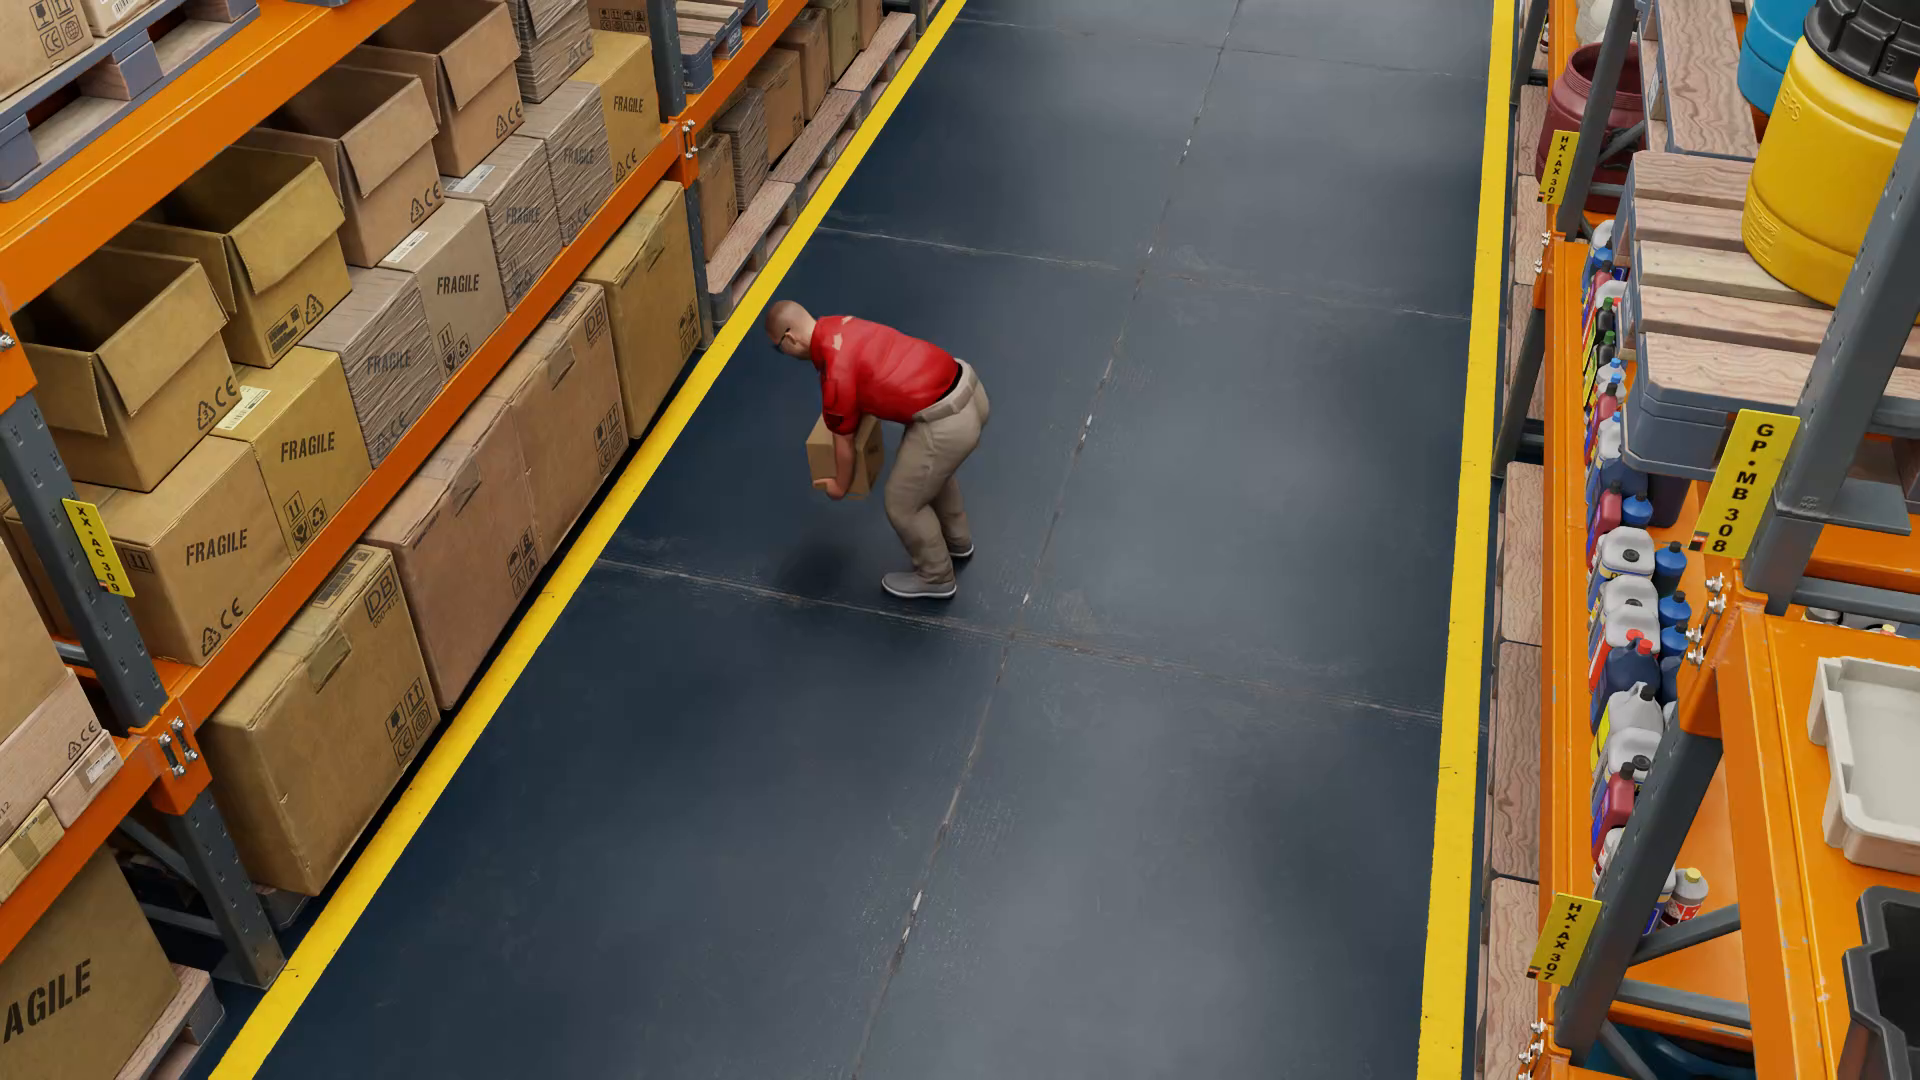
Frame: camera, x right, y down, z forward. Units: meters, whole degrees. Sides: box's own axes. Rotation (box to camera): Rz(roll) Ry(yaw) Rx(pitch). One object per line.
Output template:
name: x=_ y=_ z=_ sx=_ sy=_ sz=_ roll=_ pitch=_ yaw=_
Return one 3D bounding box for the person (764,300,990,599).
person: x=-0.339 y=-0.396 z=6.957 sx=0.905 sy=1.308 sz=0.482 roll=9 pitch=42 yaw=10
